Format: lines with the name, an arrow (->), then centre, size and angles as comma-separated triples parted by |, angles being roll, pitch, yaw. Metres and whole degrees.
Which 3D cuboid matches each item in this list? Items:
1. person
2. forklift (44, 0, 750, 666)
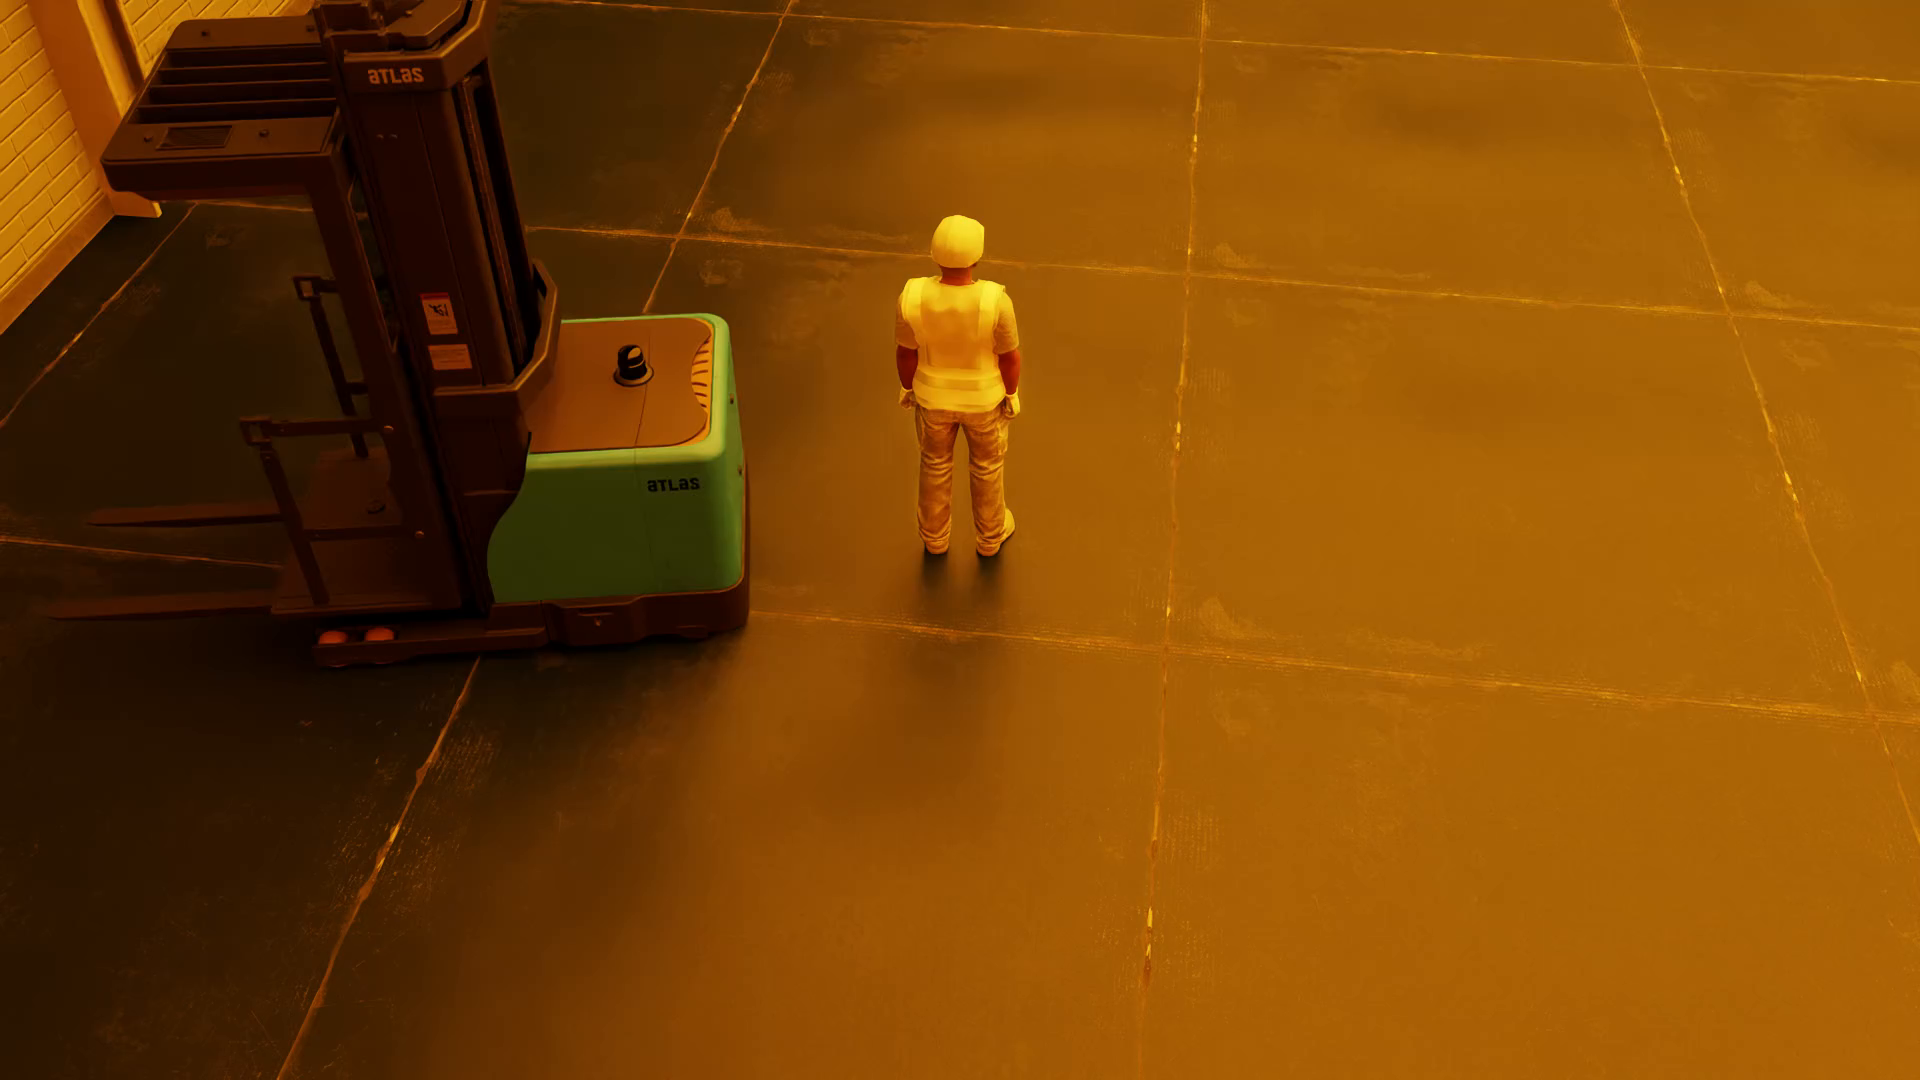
person -> -0.002, -0.659, 7.289 | 0.543, 1.789, 0.387 | 5, 43, 6
forklift -> -2.489, -0.898, 6.702 | 3.031, 2.935, 1.130 | -3, 43, -4
